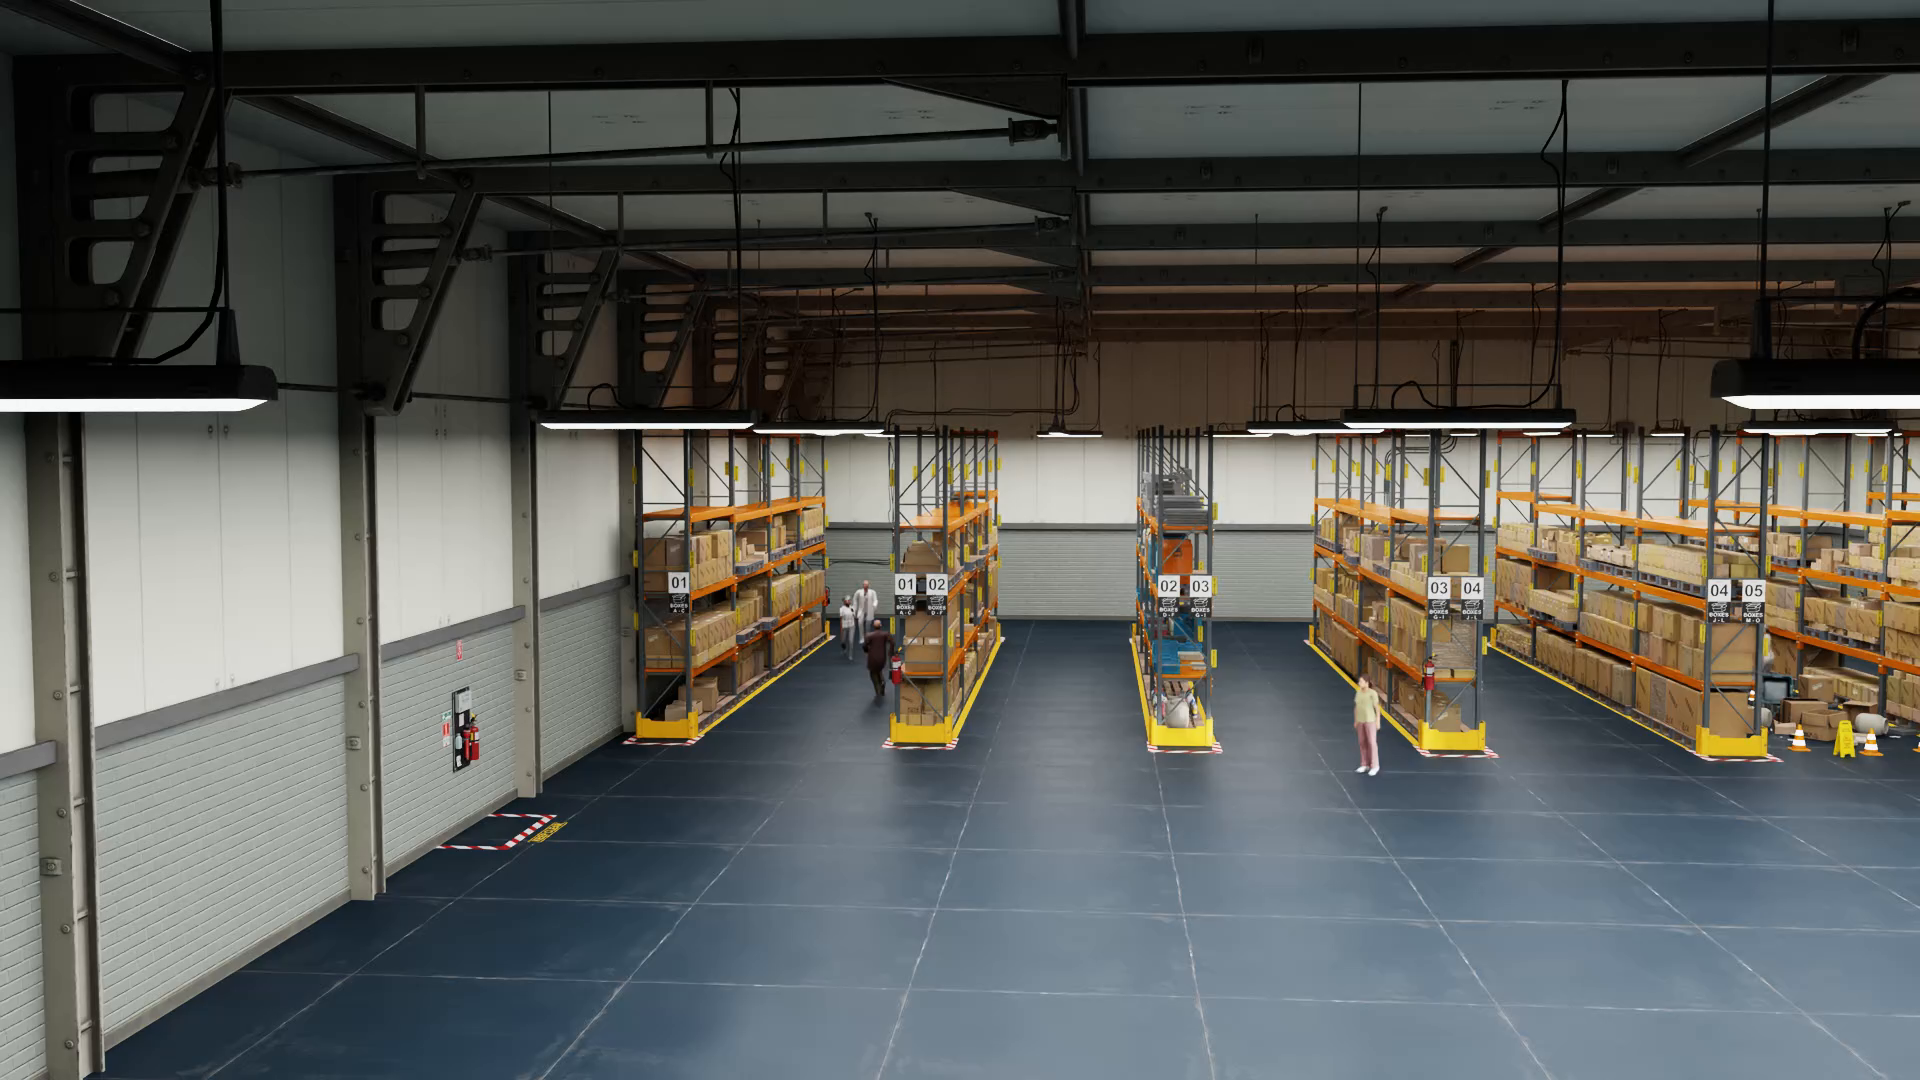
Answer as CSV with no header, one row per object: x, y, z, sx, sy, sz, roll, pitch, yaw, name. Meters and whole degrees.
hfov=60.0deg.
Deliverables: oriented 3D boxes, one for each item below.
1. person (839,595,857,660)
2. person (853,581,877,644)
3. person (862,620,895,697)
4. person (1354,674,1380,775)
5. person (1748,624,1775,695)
-2.915,2.273,43.415,0.454,1.657,0.665,0,3,1,person
-2.697,2.060,47.195,0.709,1.815,0.935,0,3,3,person
-1.885,2.630,37.203,0.699,1.717,0.679,-2,4,-29,person
6.992,3.172,28.678,0.373,1.716,0.516,-3,5,-41,person
17.965,2.686,37.207,0.555,1.650,0.581,-3,4,-38,person
